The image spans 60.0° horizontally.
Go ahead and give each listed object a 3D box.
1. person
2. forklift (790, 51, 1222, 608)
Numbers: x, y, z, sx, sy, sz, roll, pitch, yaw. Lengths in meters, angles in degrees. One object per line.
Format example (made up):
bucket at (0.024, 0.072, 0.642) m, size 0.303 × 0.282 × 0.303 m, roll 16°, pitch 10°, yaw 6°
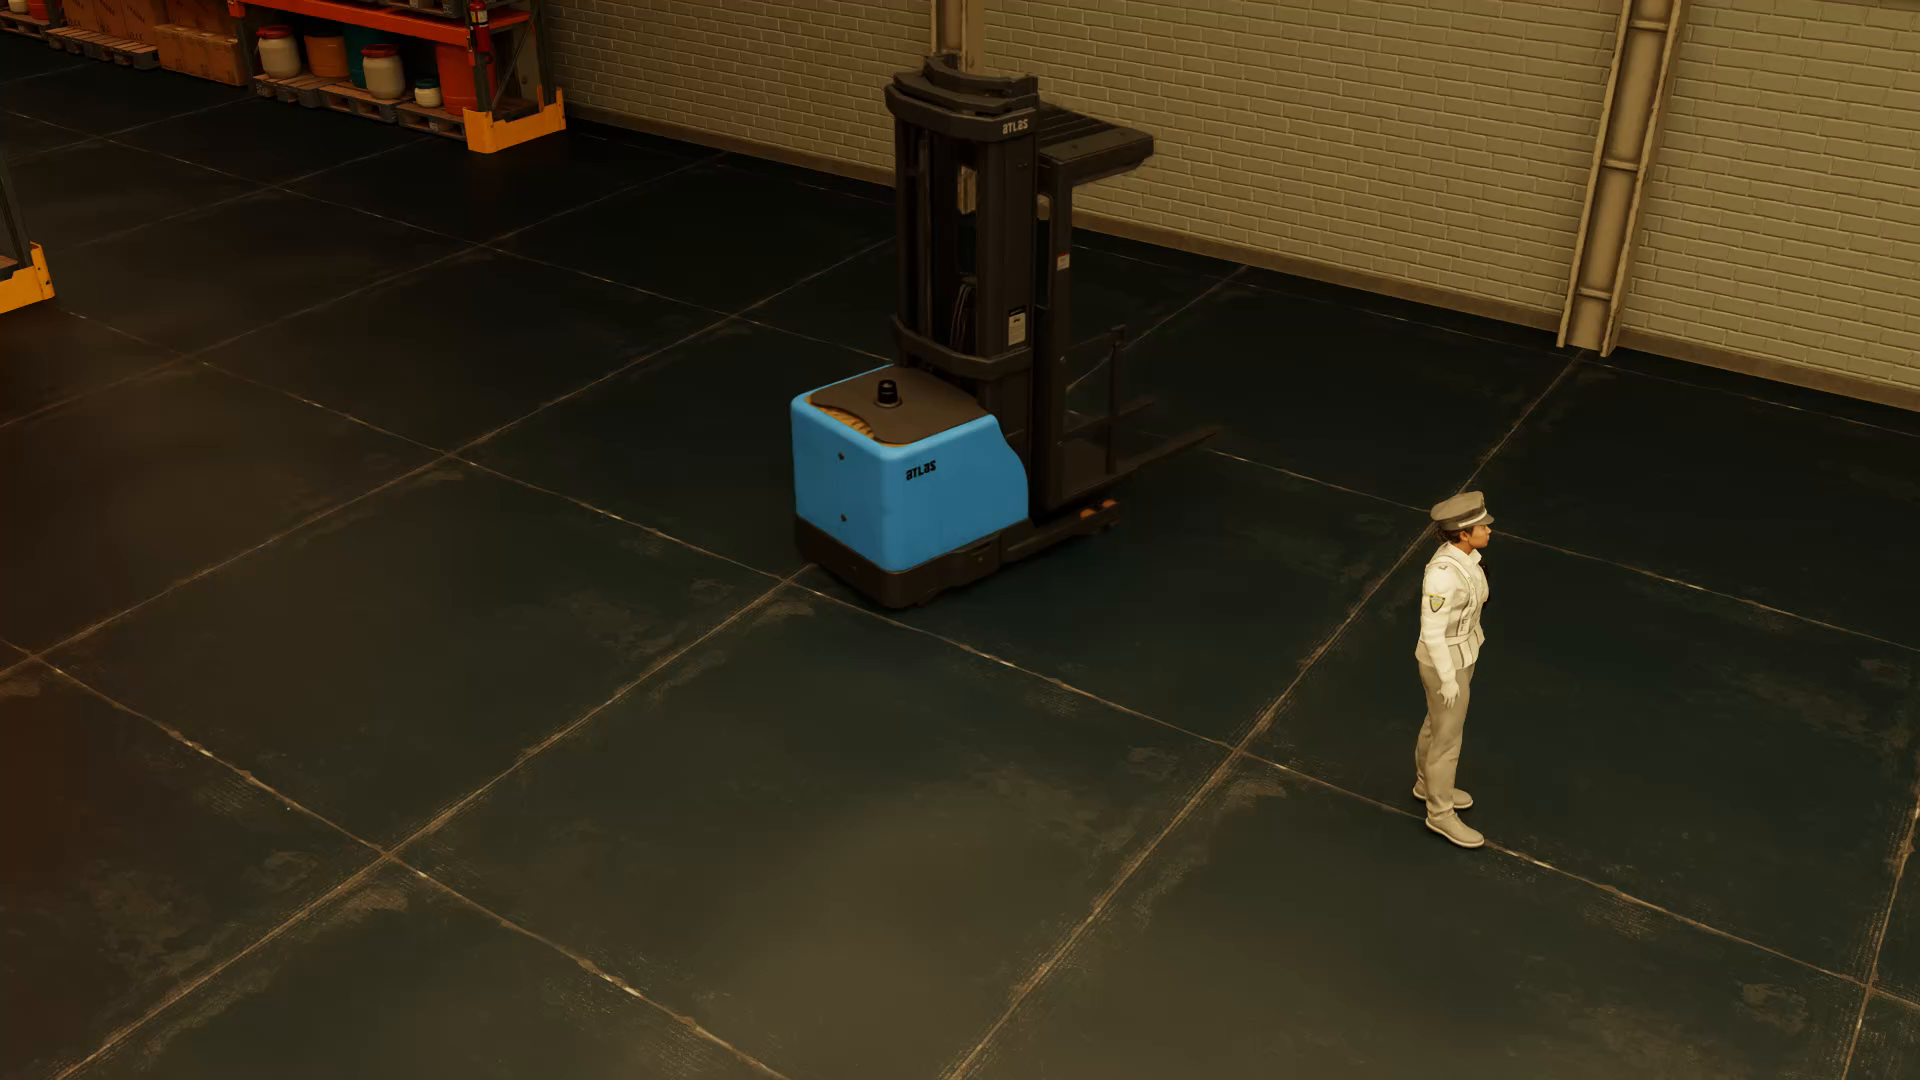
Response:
person at (2.371, 0.567, 7.821) m, size 0.531 × 1.694 × 0.587 m, roll 14°, pitch 33°, yaw 23°
forklift at (0.428, -1.478, 10.127) m, size 3.031 × 2.935 × 1.130 m, roll -23°, pitch 37°, yaw -34°
